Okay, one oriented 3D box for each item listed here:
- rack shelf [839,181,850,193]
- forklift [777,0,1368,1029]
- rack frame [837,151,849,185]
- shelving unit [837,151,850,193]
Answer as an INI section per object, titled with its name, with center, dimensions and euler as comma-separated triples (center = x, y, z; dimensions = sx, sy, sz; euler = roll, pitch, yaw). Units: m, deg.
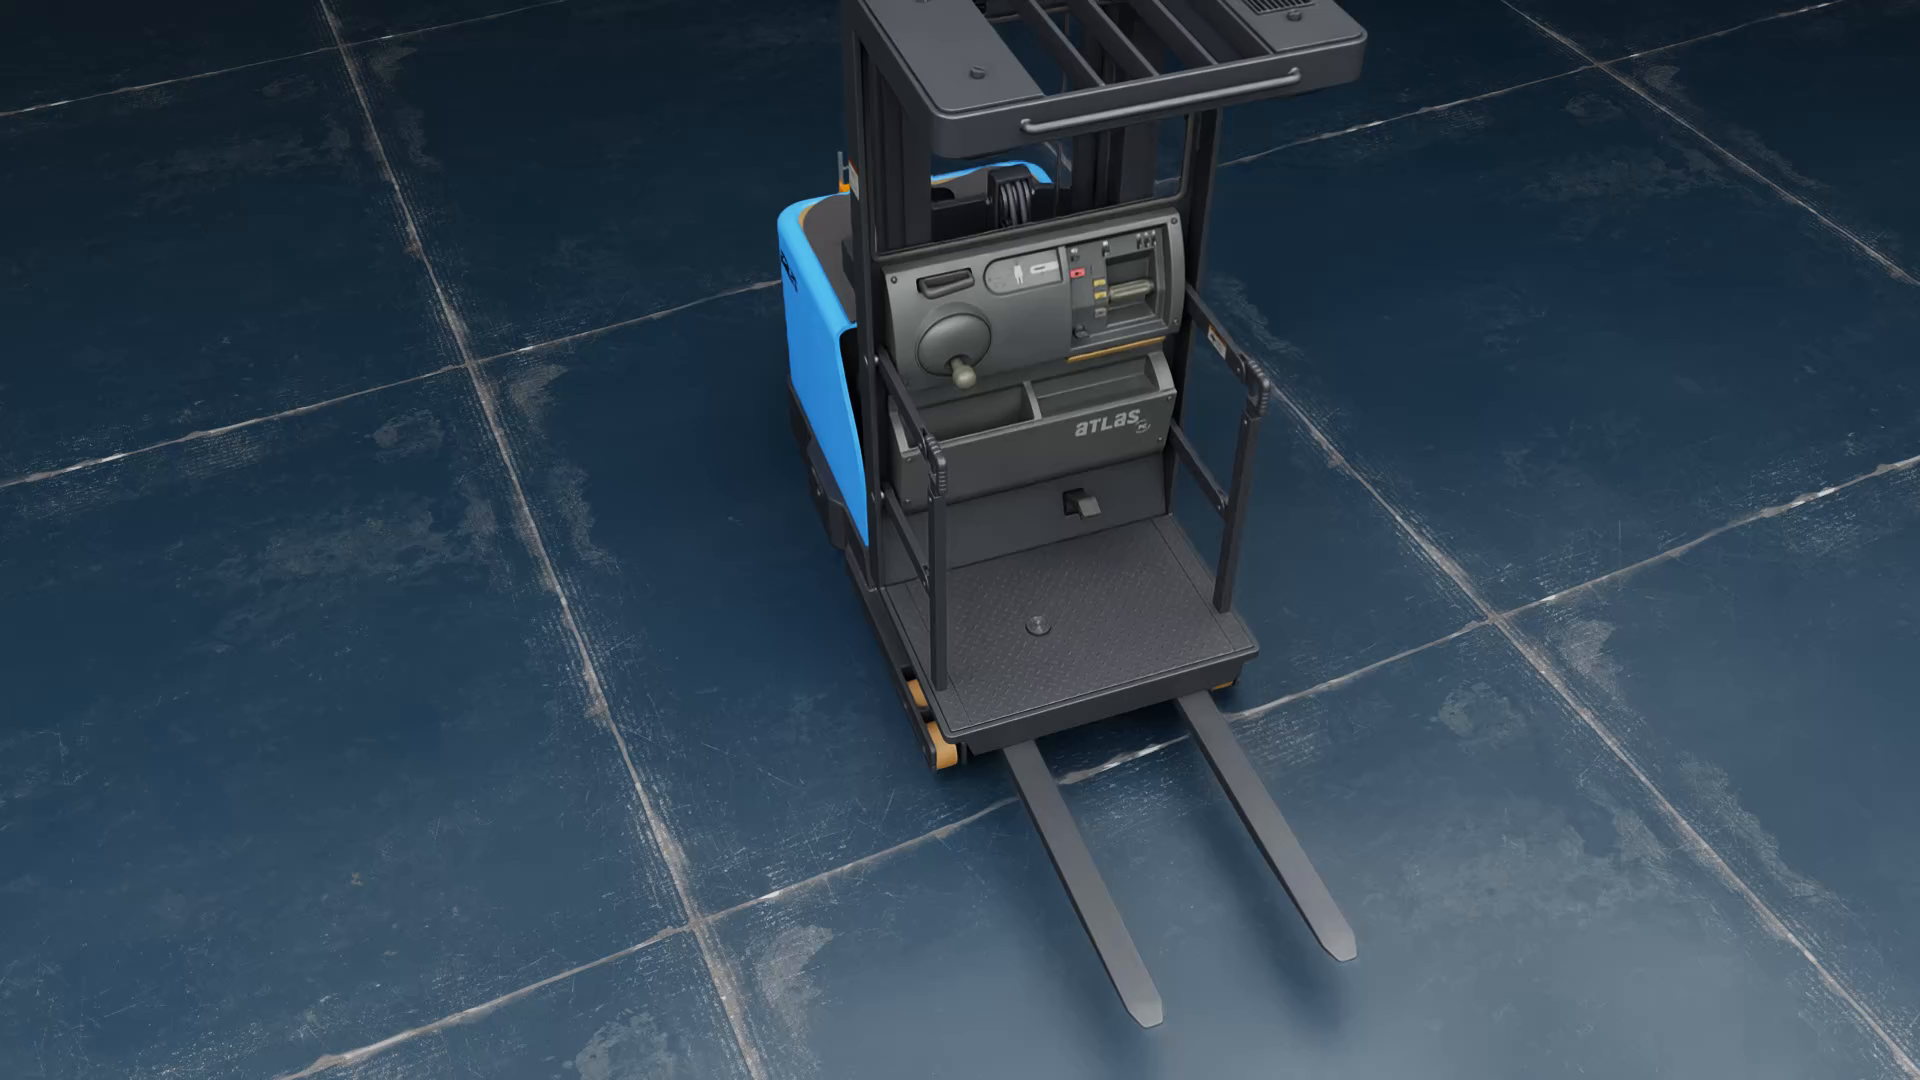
[rack shelf]
center = -0.323, -1.216, 6.346
dimensions = 0.215, 0.259, 0.240
euler = -14, 46, -14
[forklift]
center = 0.308, -0.620, 4.792
dimensions = 1.130, 2.935, 3.031
euler = -14, 46, -14
[rack frame]
center = -0.364, -1.102, 6.619
dimensions = 0.200, 1.050, 0.008
euler = -14, 46, -14
[shelving unit]
center = -0.323, -1.021, 6.538
dimensions = 0.215, 1.050, 0.252
euler = -14, 46, -14
